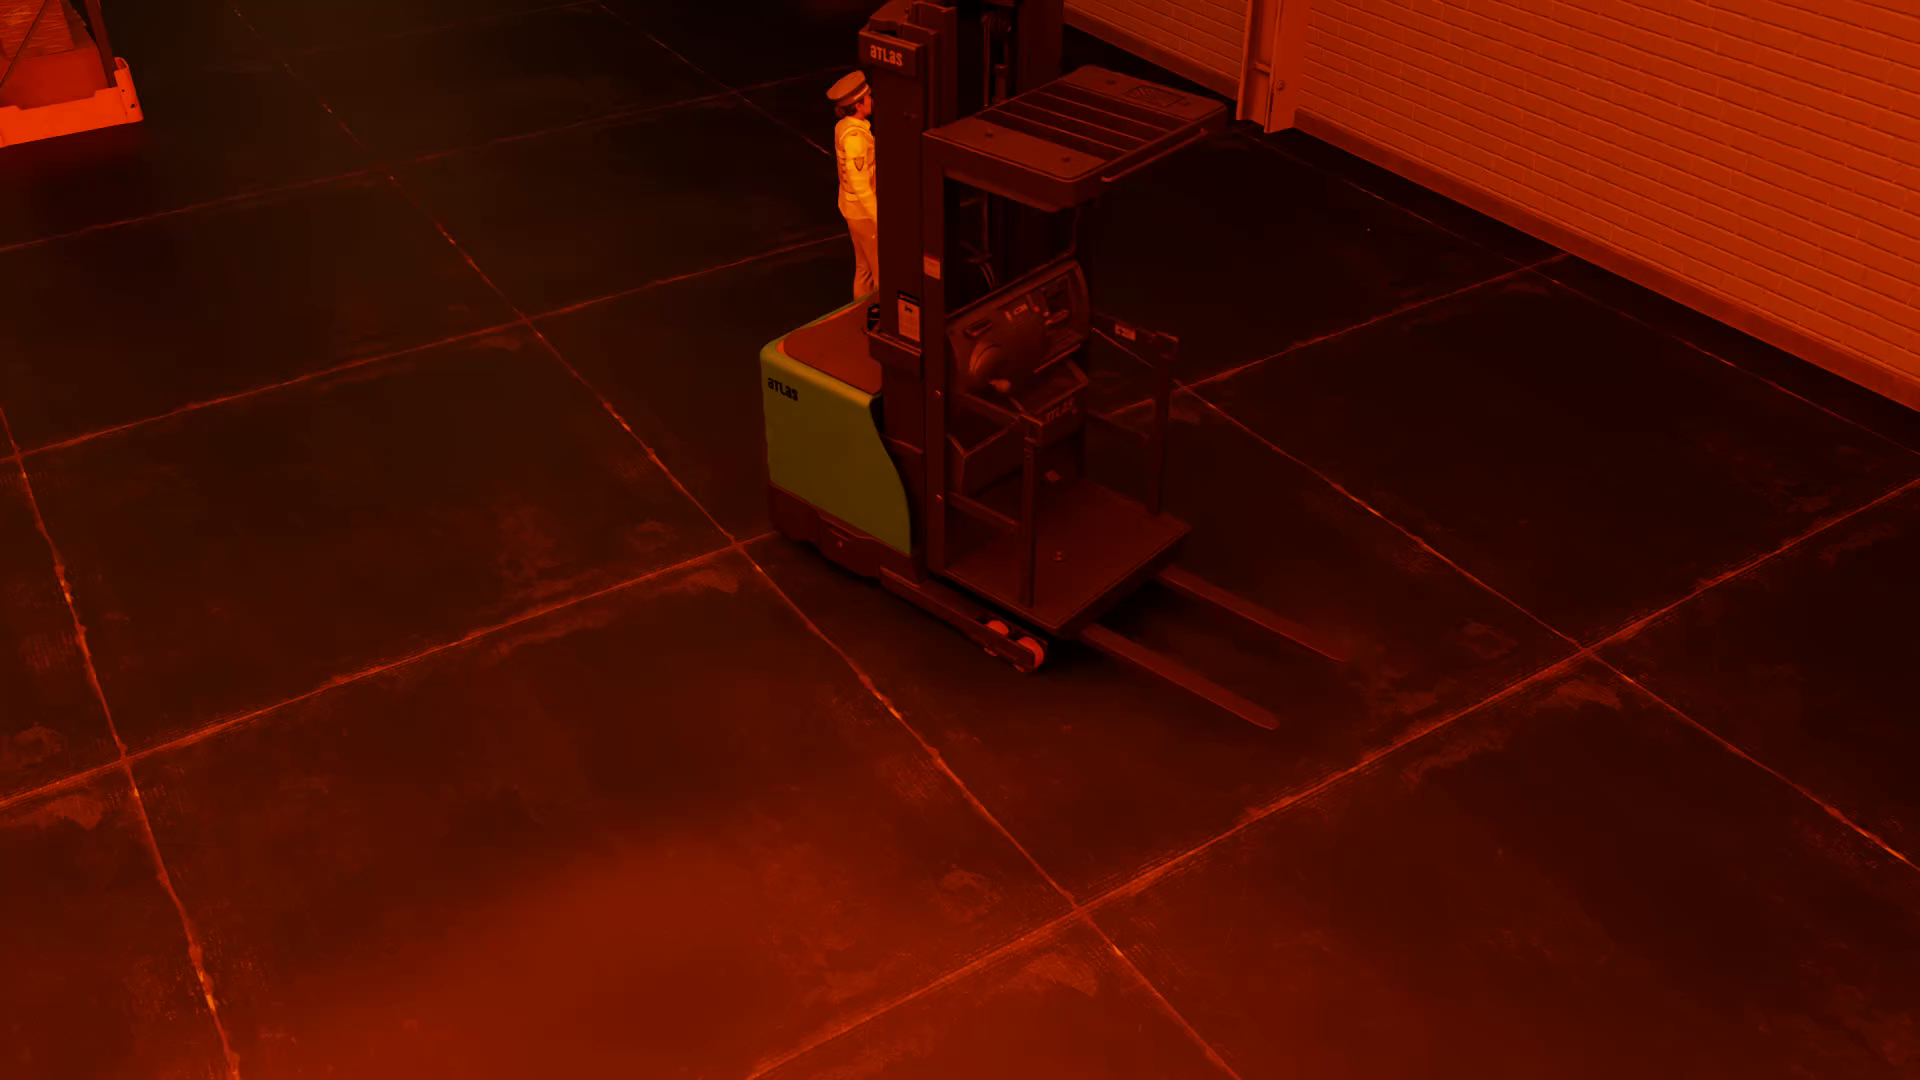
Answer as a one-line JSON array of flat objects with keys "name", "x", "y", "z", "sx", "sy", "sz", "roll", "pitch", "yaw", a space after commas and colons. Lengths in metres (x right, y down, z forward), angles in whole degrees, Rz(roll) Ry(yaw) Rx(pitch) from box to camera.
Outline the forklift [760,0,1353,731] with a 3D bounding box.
[{"name": "forklift", "x": 0.434, "y": -0.919, "z": 7.456, "sx": 3.031, "sy": 2.935, "sz": 1.130, "roll": 27, "pitch": 43, "yaw": 33}]

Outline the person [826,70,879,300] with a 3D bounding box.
[{"name": "person", "x": -0.499, "y": -1.991, "z": 10.046, "sx": 0.532, "sy": 1.696, "sz": 0.581, "roll": -8, "pitch": 36, "yaw": -12}]
